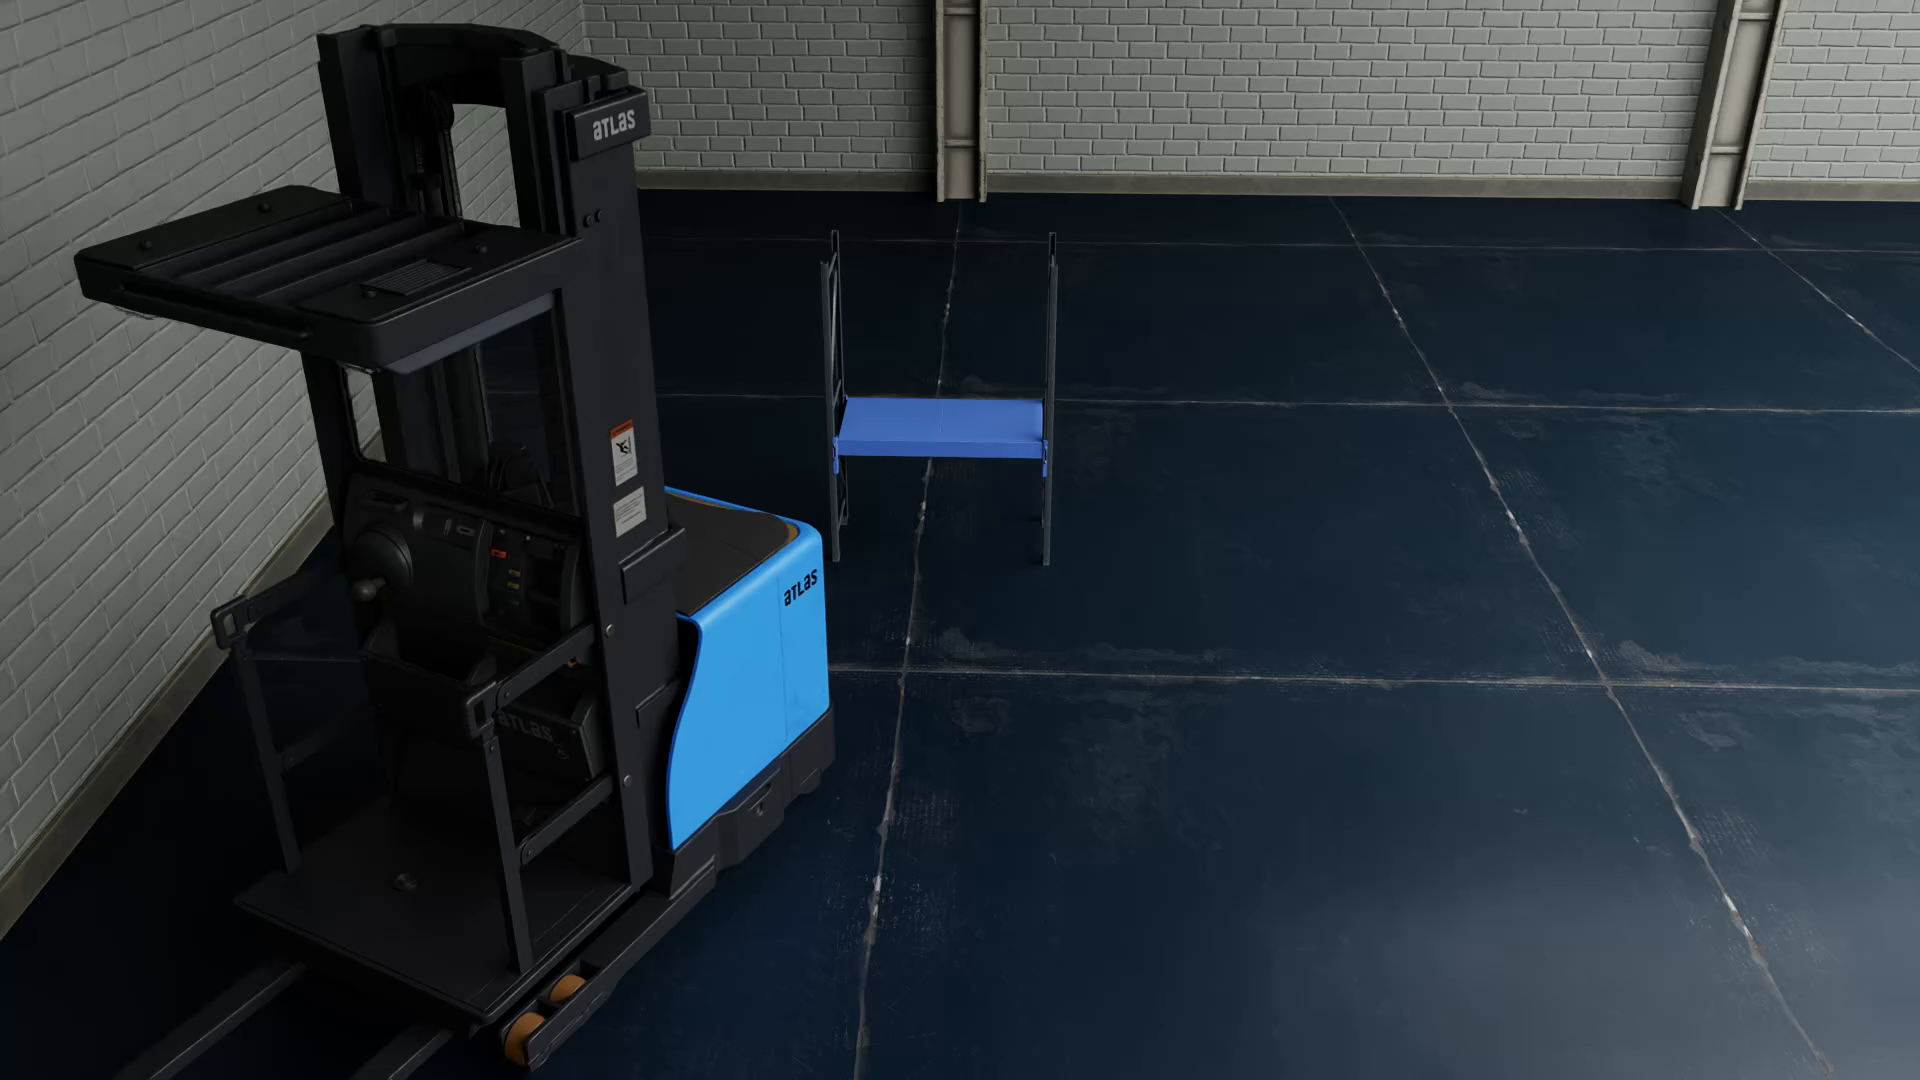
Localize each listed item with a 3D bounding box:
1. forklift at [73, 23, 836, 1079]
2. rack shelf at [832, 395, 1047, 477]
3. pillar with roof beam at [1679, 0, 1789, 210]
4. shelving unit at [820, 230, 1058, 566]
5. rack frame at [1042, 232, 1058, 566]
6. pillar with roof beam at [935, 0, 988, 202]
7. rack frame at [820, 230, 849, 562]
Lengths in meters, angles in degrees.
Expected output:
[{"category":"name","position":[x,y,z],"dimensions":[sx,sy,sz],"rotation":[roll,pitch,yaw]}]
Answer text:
[{"category":"forklift","position":[-1.632,0.101,4.931],"dimensions":[1.130,2.935,3.031],"rotation":[14,31,25]},{"category":"rack shelf","position":[-0.085,-0.505,7.986],"dimensions":[1.000,0.185,0.538],"rotation":[1,28,2]},{"category":"pillar with roof beam","position":[5.859,-4.658,7.429],"dimensions":[0.400,9.000,9.100],"rotation":[1,28,2]},{"category":"shelving unit","position":[-0.085,-0.664,7.901],"dimensions":[1.048,1.500,0.538],"rotation":[1,28,2]},{"category":"rack frame","position":[0.423,-0.656,7.886],"dimensions":[0.032,1.500,0.500],"rotation":[1,28,2]},{"category":"pillar with roof beam","position":[-0.137,-4.757,7.616],"dimensions":[0.400,9.000,9.100],"rotation":[1,28,2]},{"category":"rack frame","position":[-0.593,-0.672,7.917],"dimensions":[0.032,1.500,0.500],"rotation":[1,28,2]}]
